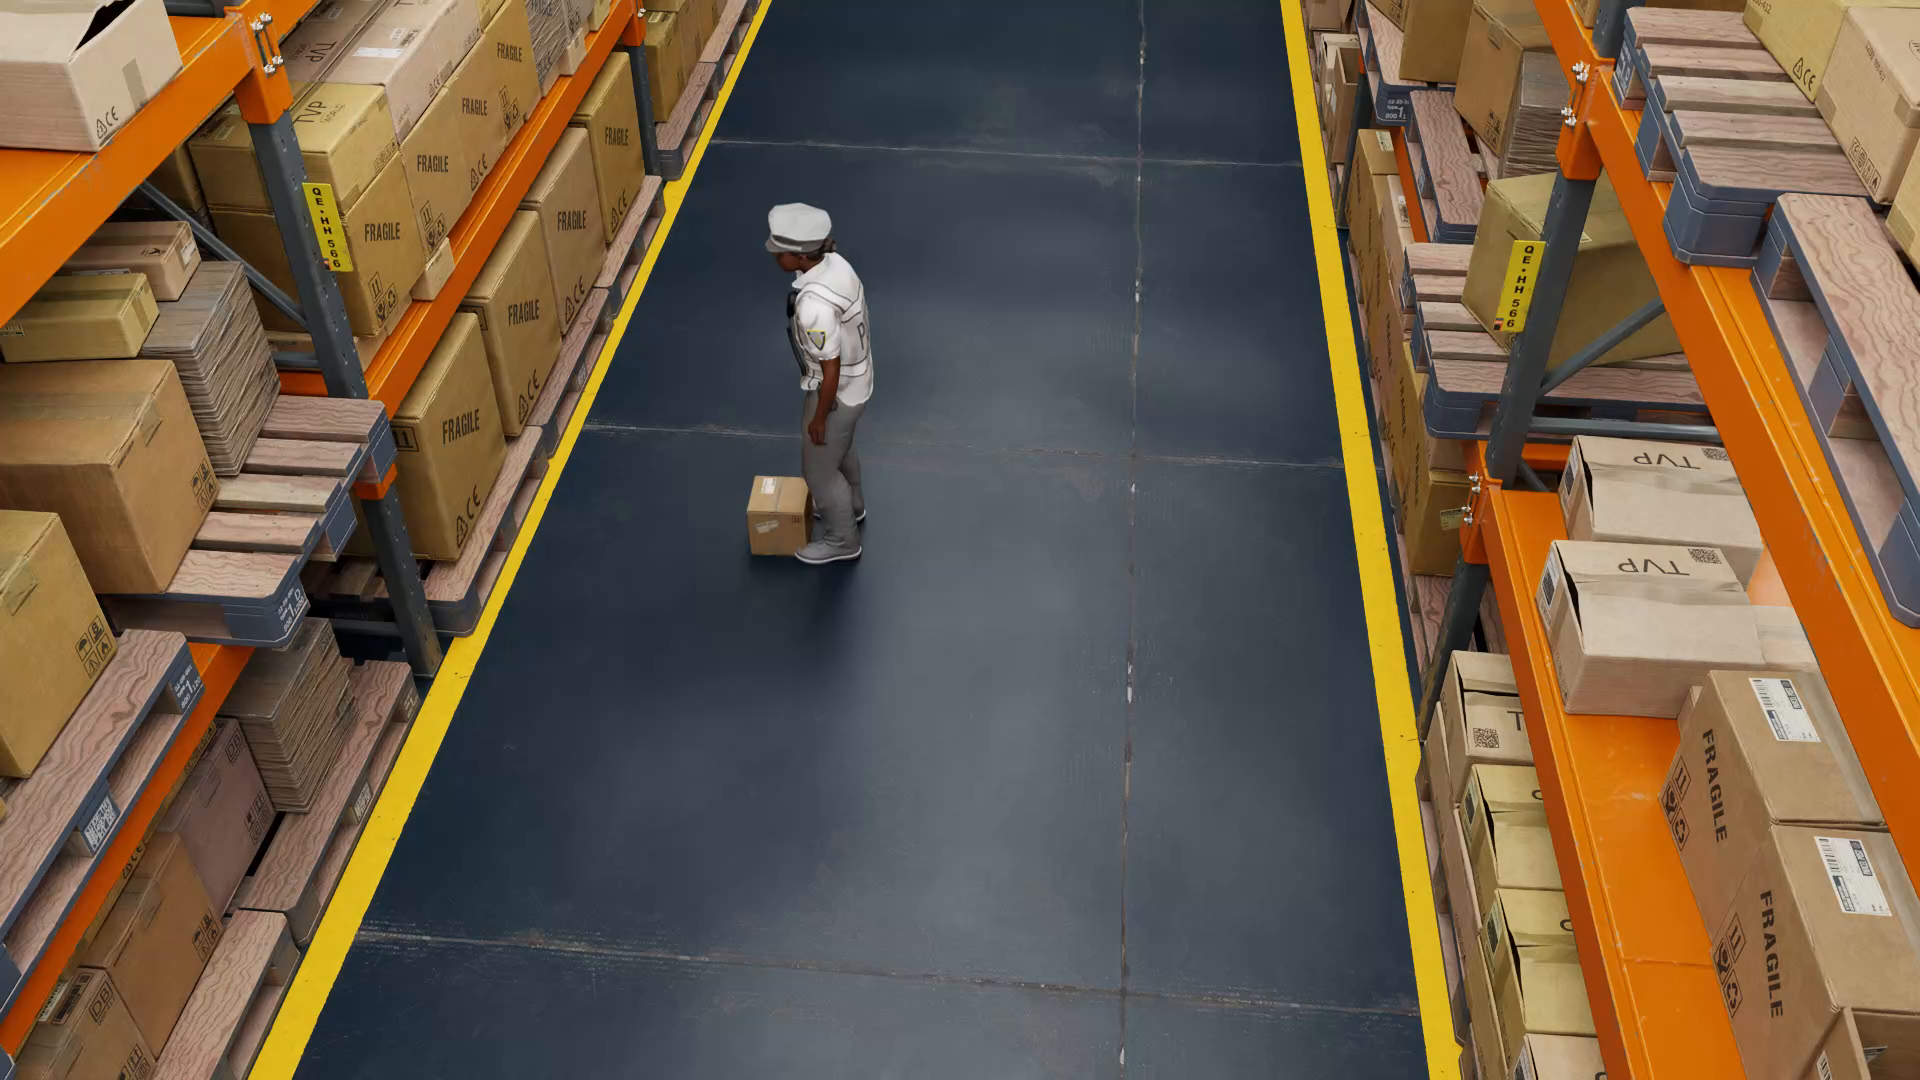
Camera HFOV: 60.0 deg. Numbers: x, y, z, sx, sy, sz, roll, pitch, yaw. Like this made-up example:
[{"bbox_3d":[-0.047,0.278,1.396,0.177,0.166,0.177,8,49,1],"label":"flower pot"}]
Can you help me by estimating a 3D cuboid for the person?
[{"bbox_3d":[-0.555,-0.635,6.907,0.395,1.658,0.524,1,40,1],"label":"person"}]
